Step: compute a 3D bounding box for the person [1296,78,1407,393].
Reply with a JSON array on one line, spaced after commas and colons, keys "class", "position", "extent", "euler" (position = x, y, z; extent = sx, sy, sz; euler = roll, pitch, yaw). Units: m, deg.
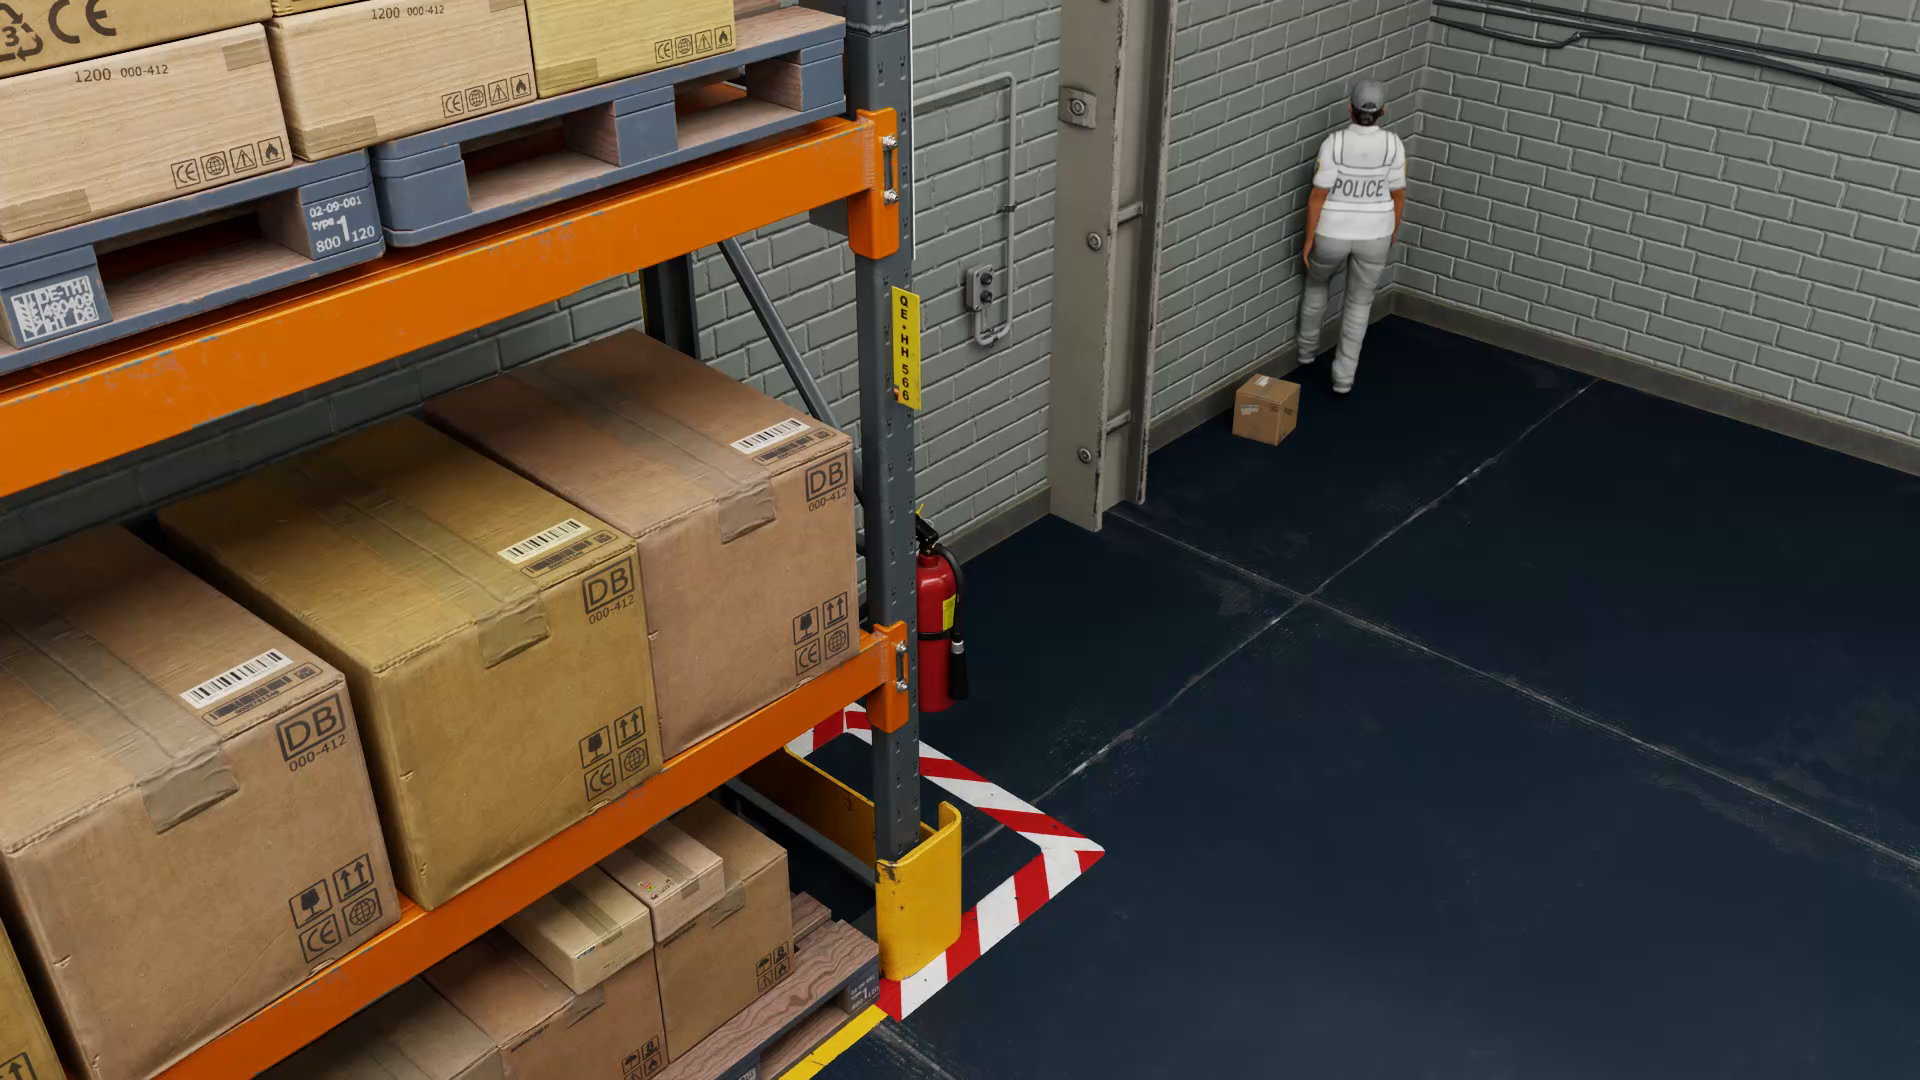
[{"class": "person", "position": [2.065, -1.638, 8.785], "extent": [0.493, 1.658, 0.639], "euler": [5, 32, 8]}]
